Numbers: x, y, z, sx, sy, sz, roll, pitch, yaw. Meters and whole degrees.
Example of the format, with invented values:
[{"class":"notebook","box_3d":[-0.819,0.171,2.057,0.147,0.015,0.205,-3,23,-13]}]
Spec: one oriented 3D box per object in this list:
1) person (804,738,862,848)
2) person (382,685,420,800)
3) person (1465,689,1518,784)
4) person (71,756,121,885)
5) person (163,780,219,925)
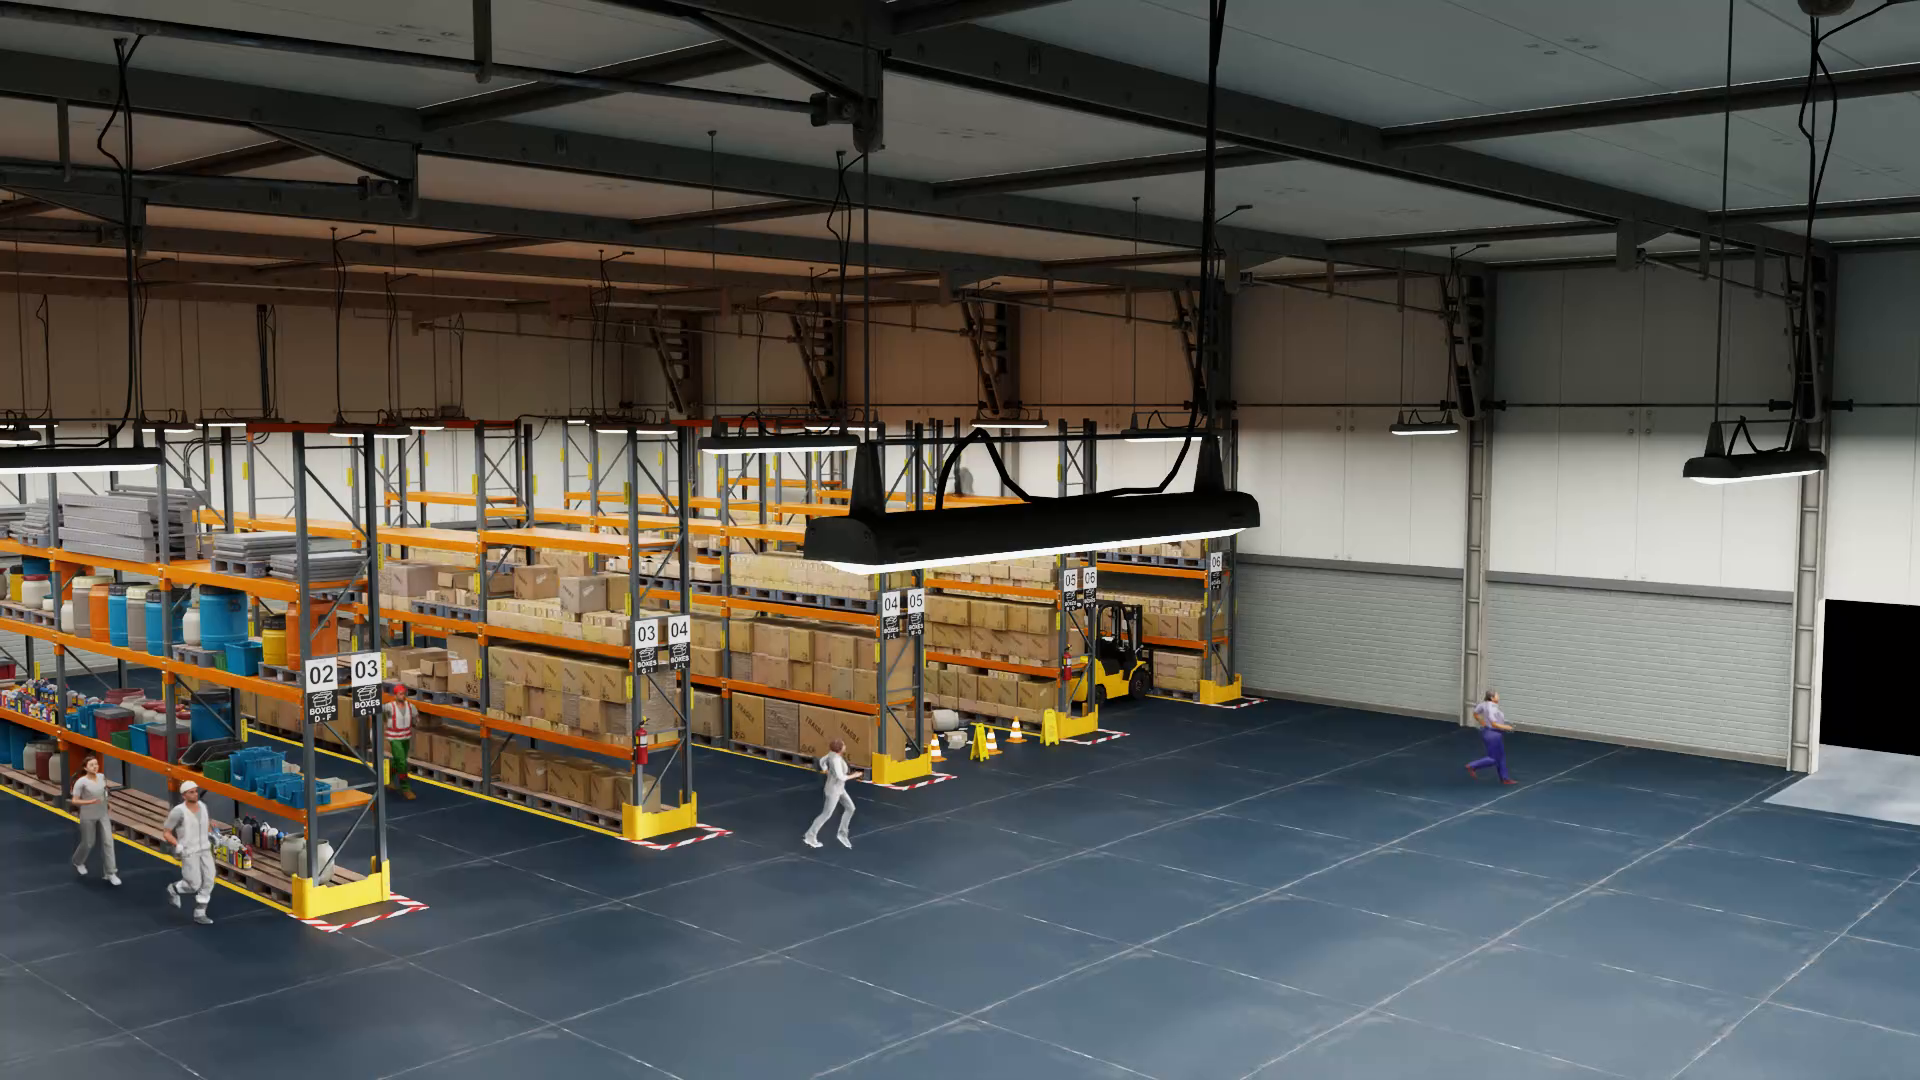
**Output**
[{"class":"person","box_3d":[-1.803,3.602,23.634,0.831,1.619,0.548,0,5,-4]},{"class":"person","box_3d":[-9.044,3.222,26.786,0.938,1.814,0.654,3,6,36]},{"class":"person","box_3d":[8.817,3.276,27.571,0.932,1.602,0.621,0,5,1]},{"class":"person","box_3d":[-11.443,3.677,21.961,0.951,1.673,0.565,3,6,33]},{"class":"person","box_3d":[-9.396,3.801,20.331,0.704,1.749,0.656,3,5,29]}]
